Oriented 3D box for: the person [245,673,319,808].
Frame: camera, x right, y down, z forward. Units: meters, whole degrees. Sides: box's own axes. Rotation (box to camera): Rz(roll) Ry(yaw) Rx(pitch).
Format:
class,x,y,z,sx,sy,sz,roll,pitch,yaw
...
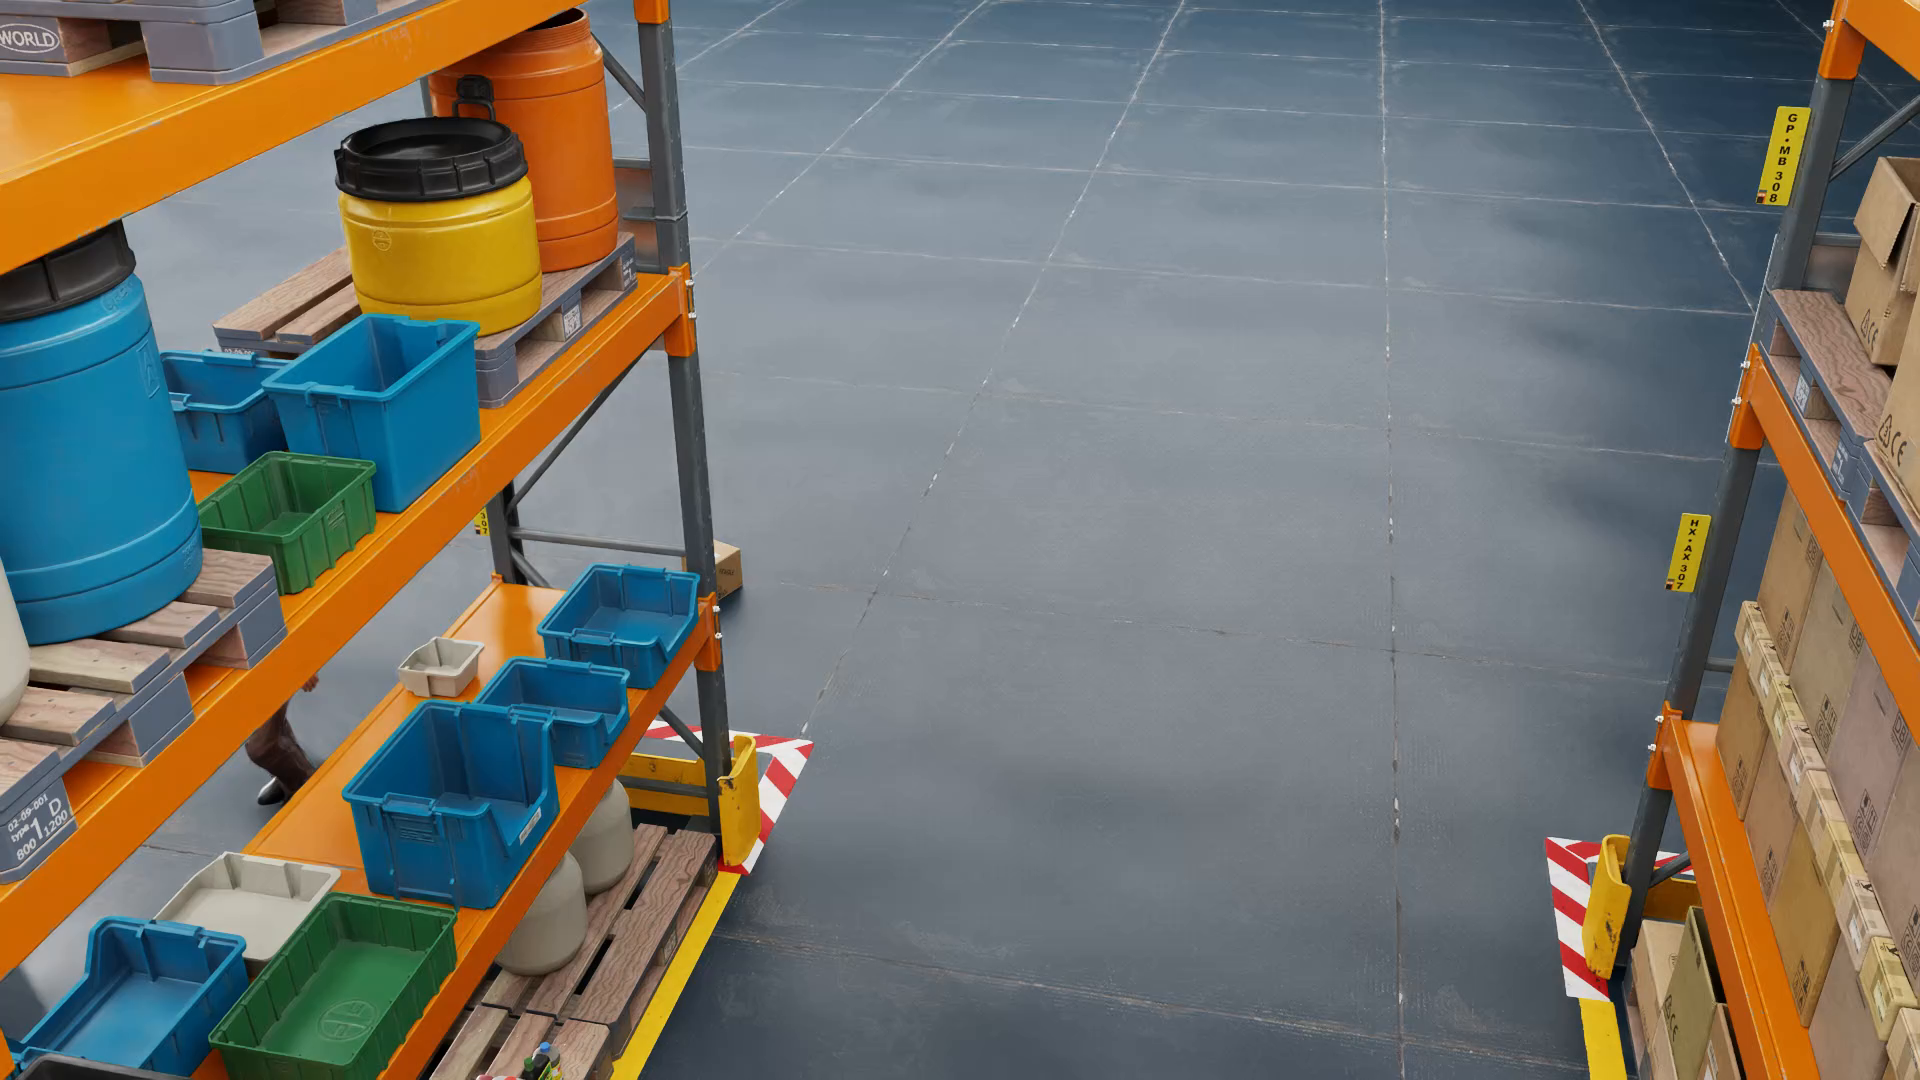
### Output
class,x,y,z,sx,sy,sz,roll,pitch,yaw
person,-3.234,0.560,7.643,0.574,1.740,0.510,10,30,18
